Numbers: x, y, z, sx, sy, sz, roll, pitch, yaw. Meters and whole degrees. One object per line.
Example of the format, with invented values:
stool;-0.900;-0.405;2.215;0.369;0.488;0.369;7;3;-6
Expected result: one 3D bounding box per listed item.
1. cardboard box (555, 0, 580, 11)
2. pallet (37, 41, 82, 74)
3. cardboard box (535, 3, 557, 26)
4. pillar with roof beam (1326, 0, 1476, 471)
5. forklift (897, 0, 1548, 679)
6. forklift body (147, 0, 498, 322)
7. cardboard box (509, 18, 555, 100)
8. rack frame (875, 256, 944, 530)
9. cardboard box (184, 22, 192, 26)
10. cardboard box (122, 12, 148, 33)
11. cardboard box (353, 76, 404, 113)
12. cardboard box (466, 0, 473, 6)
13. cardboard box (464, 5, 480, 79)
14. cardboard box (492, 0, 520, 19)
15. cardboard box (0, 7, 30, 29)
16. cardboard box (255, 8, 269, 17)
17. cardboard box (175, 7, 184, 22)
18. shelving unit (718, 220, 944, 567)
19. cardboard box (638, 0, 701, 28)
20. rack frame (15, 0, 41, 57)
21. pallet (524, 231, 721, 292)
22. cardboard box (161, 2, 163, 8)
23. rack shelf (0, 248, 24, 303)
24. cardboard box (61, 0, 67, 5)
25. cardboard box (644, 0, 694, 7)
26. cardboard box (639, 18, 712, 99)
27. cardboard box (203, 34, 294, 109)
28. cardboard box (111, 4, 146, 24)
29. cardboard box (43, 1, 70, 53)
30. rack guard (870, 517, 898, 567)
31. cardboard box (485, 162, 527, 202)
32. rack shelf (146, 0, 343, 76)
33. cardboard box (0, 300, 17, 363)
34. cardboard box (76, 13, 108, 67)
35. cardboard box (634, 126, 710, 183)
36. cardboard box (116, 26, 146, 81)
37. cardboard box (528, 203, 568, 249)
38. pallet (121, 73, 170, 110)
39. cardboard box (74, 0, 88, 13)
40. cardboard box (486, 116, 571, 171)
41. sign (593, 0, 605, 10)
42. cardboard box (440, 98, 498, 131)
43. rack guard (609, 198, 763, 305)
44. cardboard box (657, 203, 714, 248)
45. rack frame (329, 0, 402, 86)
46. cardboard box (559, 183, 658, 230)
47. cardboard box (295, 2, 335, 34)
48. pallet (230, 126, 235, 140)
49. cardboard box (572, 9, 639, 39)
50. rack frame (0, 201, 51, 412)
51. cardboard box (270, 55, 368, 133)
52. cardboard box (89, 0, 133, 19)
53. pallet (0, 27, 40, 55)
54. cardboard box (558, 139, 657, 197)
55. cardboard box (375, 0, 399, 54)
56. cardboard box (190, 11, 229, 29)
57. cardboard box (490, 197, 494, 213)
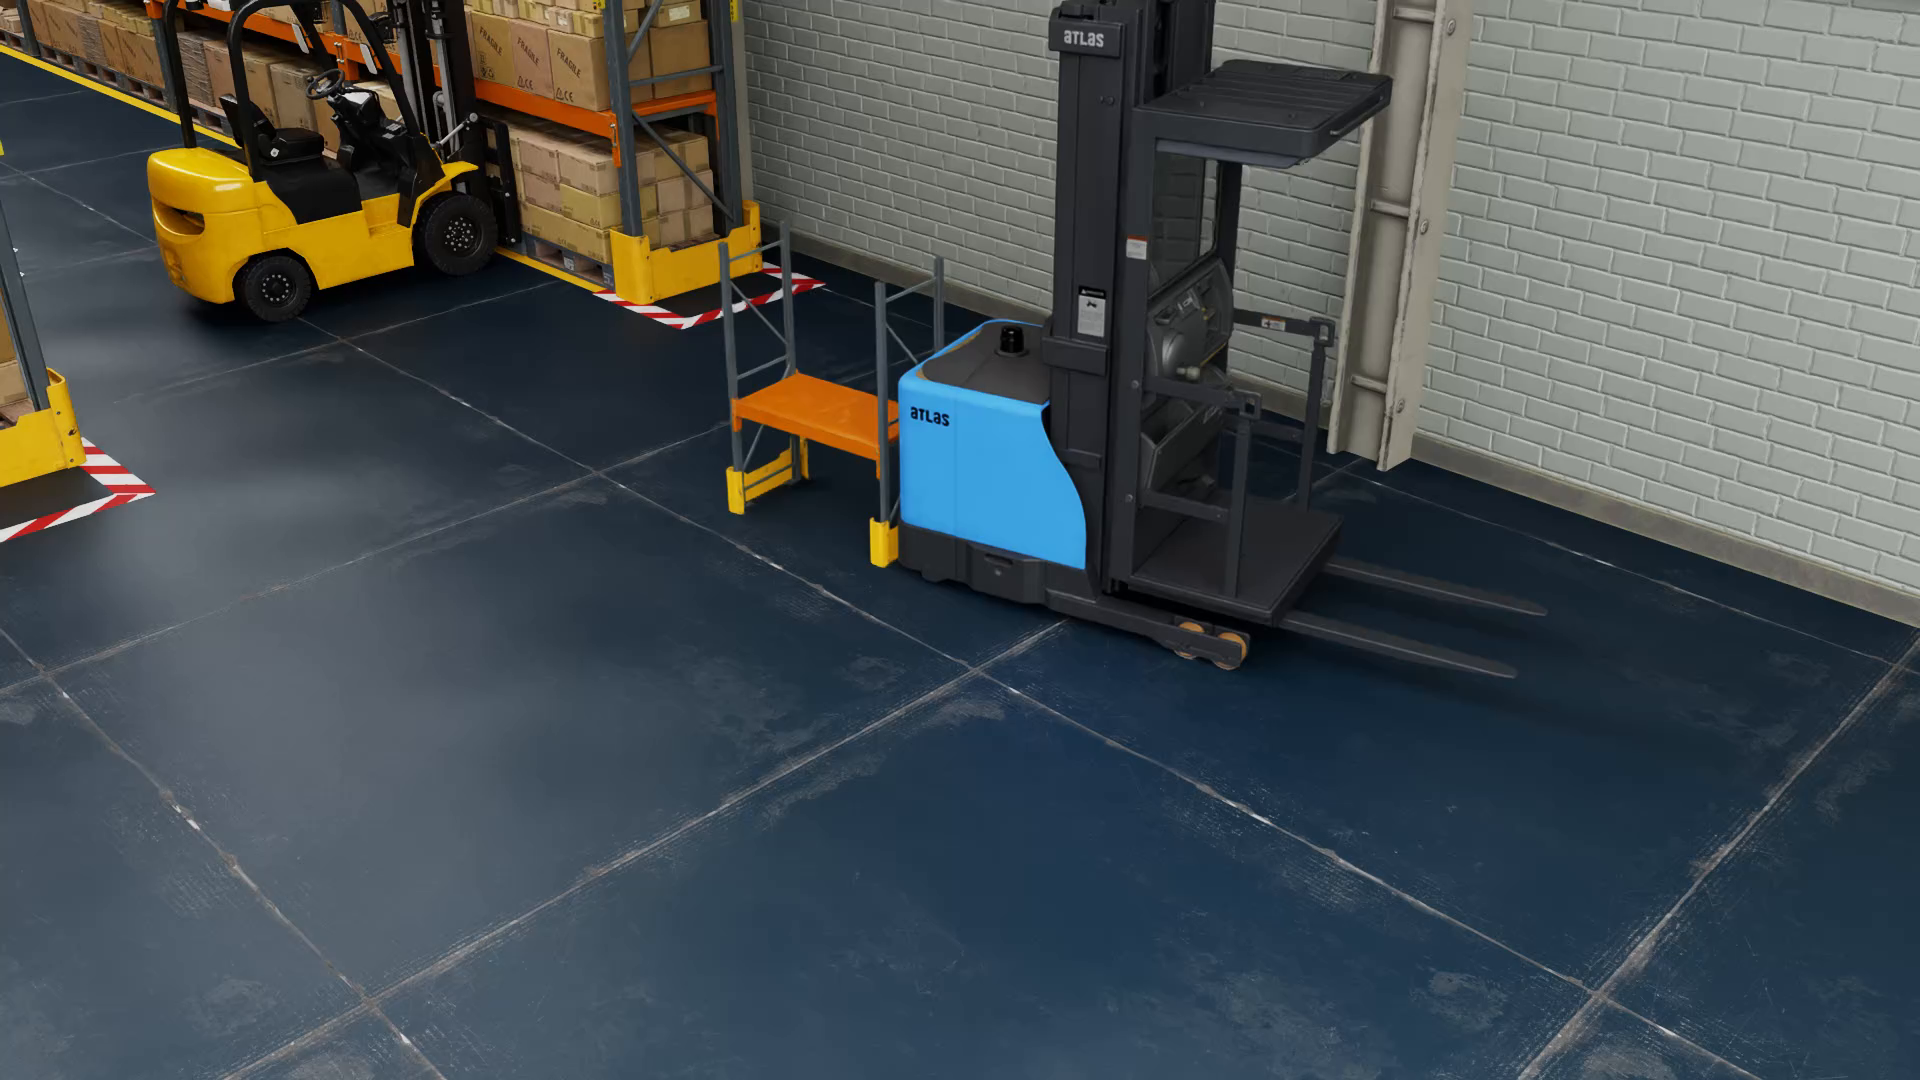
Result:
cardboard box;-2.626;-3.845;11.714;0.250;0.149;0.380;25;36;38
pallet;-9.975;-5.693;19.350;1.213;0.211;1.003;25;36;38
cardboard box;-2.814;-3.794;11.939;0.380;0.149;0.250;-24;36;-38
pillar with roof beam;-0.629;-3.060;4.900;0.400;9.000;9.100;25;36;38
forklift;1.227;-0.987;7.477;3.031;2.935;1.130;15;31;26
forklift body;-4.656;-2.902;11.958;1.214;2.155;2.313;25;36;38
cardboard box;-2.923;-3.554;12.179;0.500;0.500;0.500;-24;36;-38
rack frame;-0.242;-0.637;8.351;0.032;1.500;0.500;19;33;32
cardboard box;-8.170;-5.351;17.939;0.500;0.500;0.500;25;37;39
cardboard box;-8.476;-5.397;17.329;0.250;0.149;0.380;22;35;36
cardboard box;-4.752;-3.719;14.029;0.500;0.250;0.500;24;36;38
cardboard box;-3.515;-4.138;12.592;0.250;0.149;0.380;24;36;38
cardboard box;-3.655;-3.882;12.802;0.500;0.500;0.500;25;37;39
cardboard box;-3.206;-3.951;12.236;0.250;0.149;0.380;23;36;37
cardboard box;-11.439;-6.356;20.102;0.396;0.266;0.258;-24;36;-37
cardboard box;-6.115;-4.915;15.036;0.500;0.250;0.500;25;37;39
cardboard box;-8.287;-5.665;17.838;0.380;0.149;0.250;-25;37;-39
shelving unit;-0.657;-0.781;8.624;1.083;1.500;0.587;19;33;32
cardboard box;-2.085;-3.793;11.935;0.250;0.149;0.380;23;36;37
rack frame;-10.582;-7.180;19.182;0.127;3.000;1.000;25;36;38
pallet;-2.600;-2.266;12.832;1.213;0.211;1.003;25;36;38
cardboard box;-8.636;-5.854;18.197;0.250;0.149;0.380;24;36;37
rack shelf;-6.928;-1.950;10.009;4.000;0.370;1.077;25;36;38
cardboard box;-9.865;-6.112;18.687;0.250;0.149;0.380;24;36;38
cardboard box;-2.115;-3.908;11.835;0.250;0.149;0.380;24;36;37
cardboard box;-2.183;-3.562;12.195;0.500;0.500;0.500;-24;36;-38
cardboard box;-6.823;-4.591;16.358;0.875;0.625;0.625;-24;36;-38
cardboard box;-8.789;-5.599;17.713;0.380;0.149;0.250;-24;36;-38
cardboard box;-10.008;-5.856;18.899;0.500;0.500;0.500;24;36;38
rack guard;-0.257;-0.090;8.652;0.087;0.250;0.587;19;33;32
cardboard box;-3.324;-2.838;12.891;0.500;0.250;0.500;24;36;37
rack shelf;-6.303;-4.904;15.626;4.000;0.370;1.077;25;36;38
cardboard box;-5.901;-1.279;9.657;0.500;0.500;0.500;23;36;37
cardboard box;-9.290;-5.521;18.261;0.500;0.500;0.500;23;35;37
cardboard box;-2.235;-2.895;12.462;0.500;0.250;0.500;24;36;38
cardboard box;-8.531;-5.188;17.627;0.500;0.500;0.500;24;36;38
cardboard box;-2.929;-2.447;12.684;0.500;0.250;0.500;25;36;38
pallet;-8.235;-4.897;17.836;1.213;0.211;1.003;25;36;38
cardboard box;-9.537;-5.936;18.353;0.380;0.149;0.250;-24;36;-37
cardboard box;-3.307;-3.049;12.754;0.500;0.250;0.500;-25;37;-39
sign;-2.415;-3.706;11.077;0.005;0.325;0.100;25;36;38
cardboard box;-4.032;-3.390;13.403;0.500;0.250;0.500;-24;36;-38
rack guard;-2.008;-2.150;12.302;0.348;0.500;1.175;25;36;38
cardboard box;-2.238;-2.458;12.706;0.500;0.250;0.500;25;37;39
rack frame;-4.877;-4.570;14.217;0.127;3.000;1.000;25;36;38
cardboard box;-2.591;-2.510;12.266;0.500;0.250;0.500;24;36;38
cardboard box;-5.420;-4.581;14.400;0.500;0.250;0.500;-24;36;-38
pallet;-6.304;-3.961;16.056;1.213;0.211;1.003;25;36;38
cardboard box;-2.469;-3.616;11.599;0.380;0.149;0.250;-25;36;-38
rack frame;-5.502;-1.616;8.600;0.127;3.000;1.000;25;36;38
cardboard box;-5.805;-4.127;15.475;0.625;0.625;0.875;24;36;38
cardboard box;-9.185;-5.760;18.020;0.250;0.149;0.380;23;35;36
pallet;-11.071;-6.170;20.257;1.213;0.211;1.003;25;36;38
cardboard box;-2.572;-2.723;12.134;0.500;0.250;0.500;-24;36;-38
cardboard box;-4.361;-4.218;13.441;0.500;0.500;0.500;-25;36;-38
cardboard box;-7.883;-5.515;17.553;0.380;0.149;0.250;-23;35;-37
cardboard box;-3.666;-2.775;13.308;0.500;0.250;0.500;-24;36;-38
